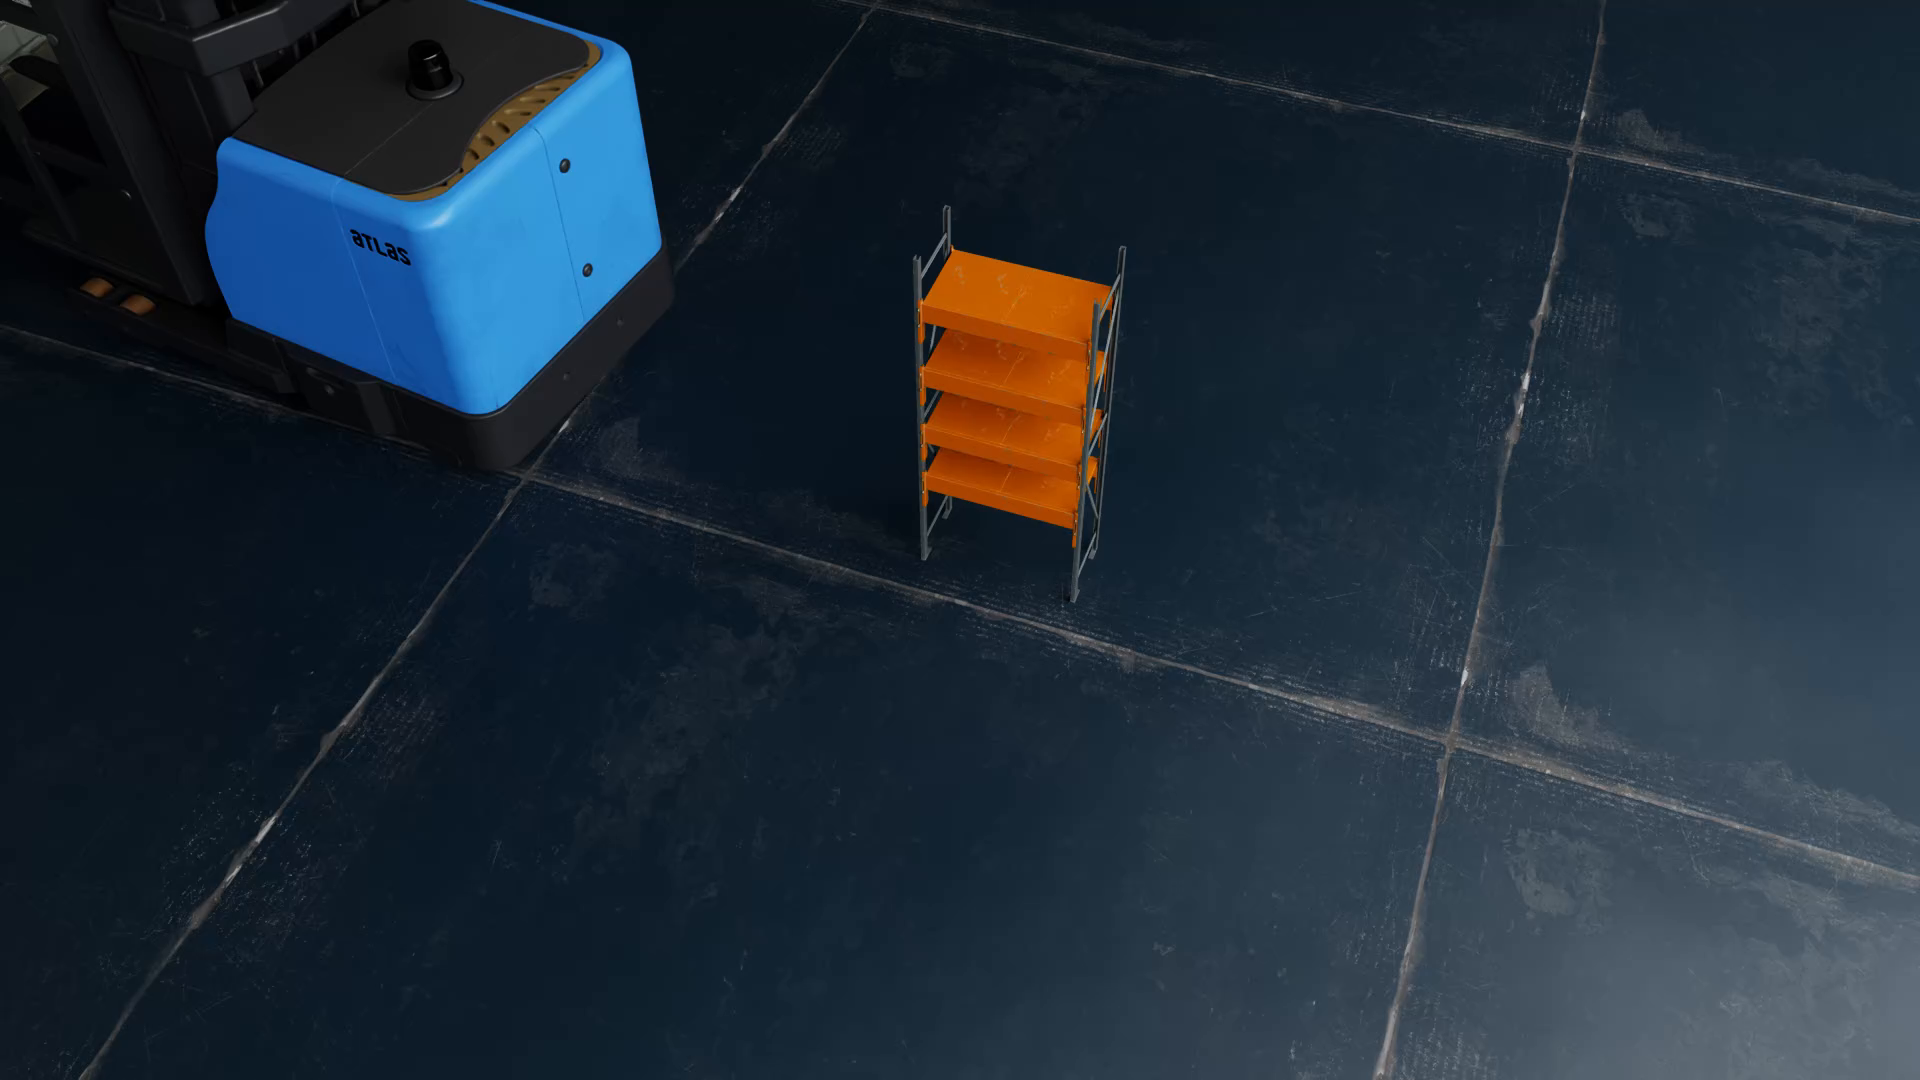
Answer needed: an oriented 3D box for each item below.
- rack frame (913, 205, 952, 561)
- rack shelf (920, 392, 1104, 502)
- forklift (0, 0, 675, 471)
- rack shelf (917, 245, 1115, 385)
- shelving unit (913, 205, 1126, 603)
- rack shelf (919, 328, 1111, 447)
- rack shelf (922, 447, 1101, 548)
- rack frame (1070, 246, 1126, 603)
[{"bbox_3d":[-0.074,-0.414,4.814,0.015,1.200,0.240,16,51,13],"label":"rack frame"},{"bbox_3d":[0.155,-0.306,4.810,0.480,0.148,0.258,16,51,13],"label":"rack shelf"},{"bbox_3d":[-2.558,-1.988,5.034,3.031,2.935,1.130,22,52,18],"label":"forklift"},{"bbox_3d":[0.155,-0.607,4.462,0.480,0.148,0.258,16,51,13],"label":"rack shelf"},{"bbox_3d":[0.155,-0.350,4.759,0.503,1.200,0.258,16,51,13],"label":"shelving unit"},{"bbox_3d":[0.155,-0.452,4.641,0.480,0.148,0.258,16,51,13],"label":"rack shelf"},{"bbox_3d":[0.155,-0.176,4.960,0.480,0.148,0.258,16,51,13],"label":"rack shelf"},{"bbox_3d":[0.384,-0.286,4.704,0.015,1.200,0.240,16,51,13],"label":"rack frame"}]
